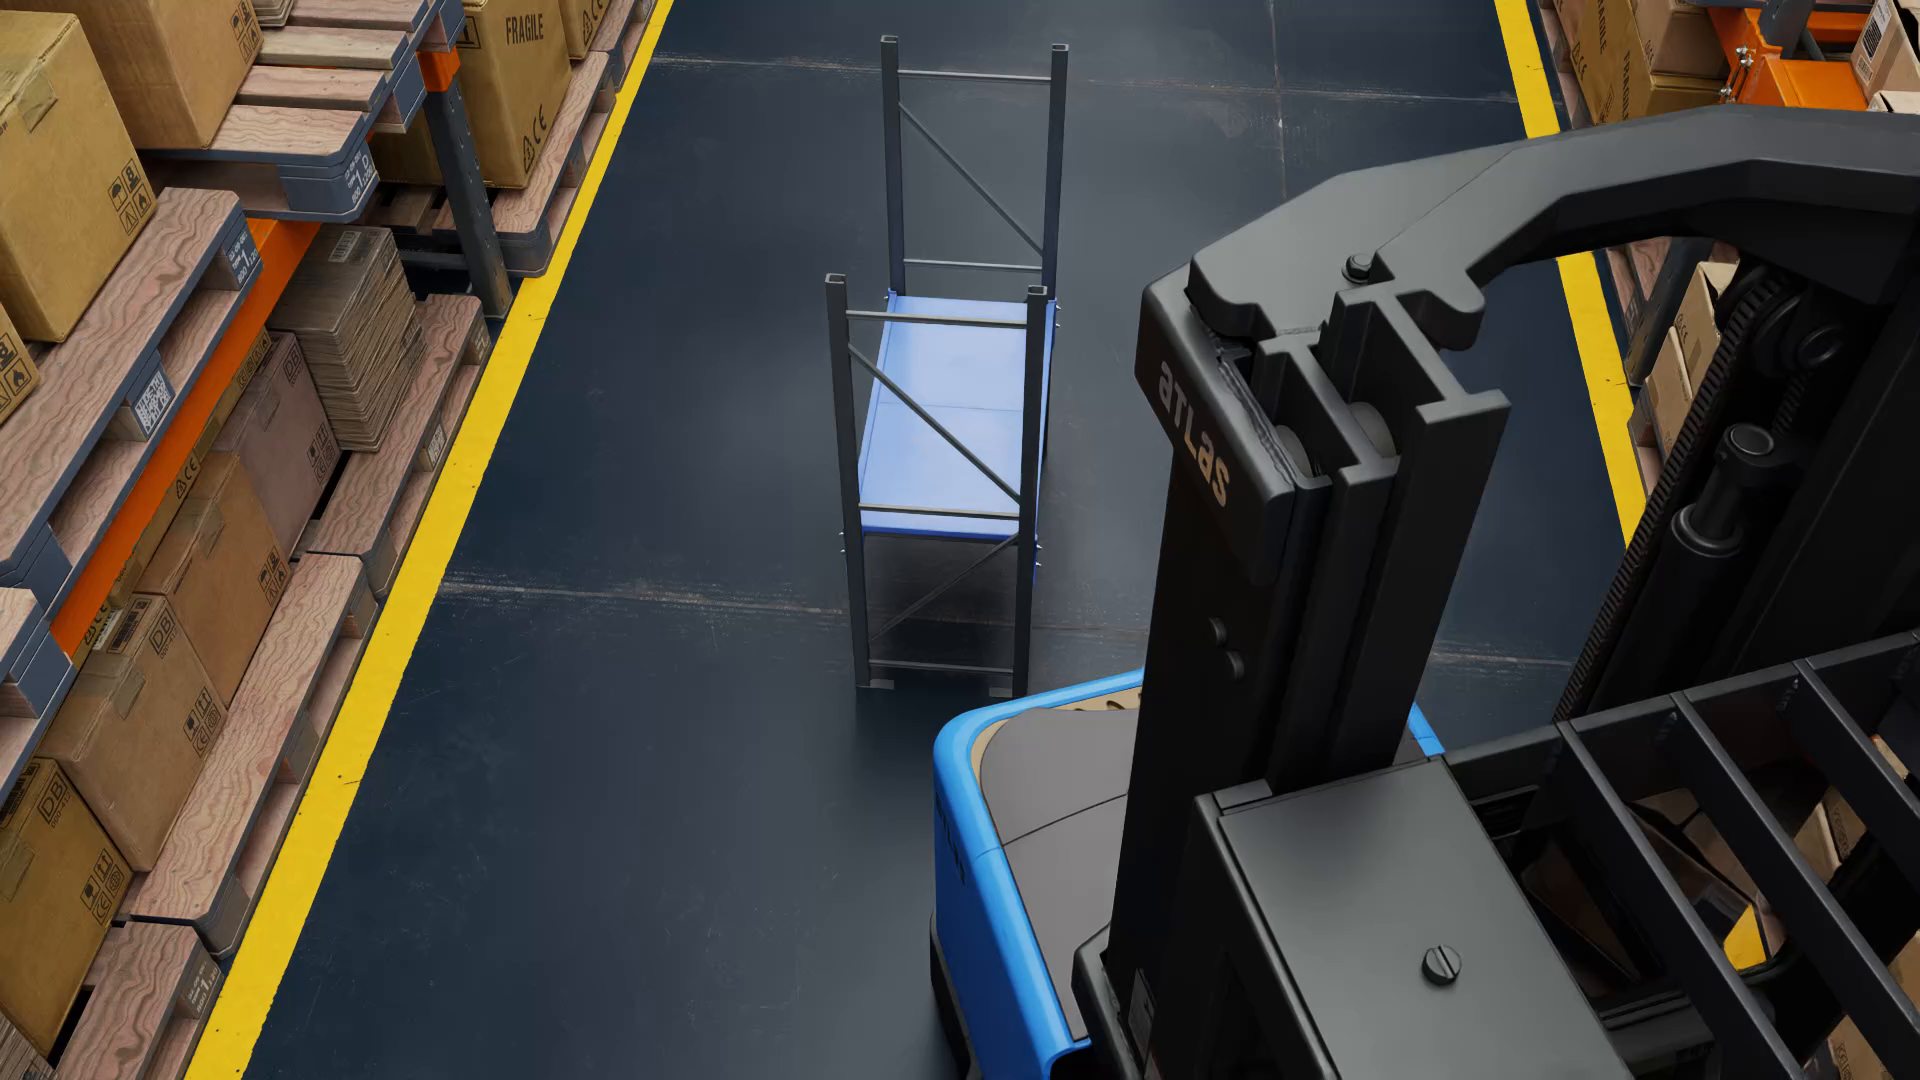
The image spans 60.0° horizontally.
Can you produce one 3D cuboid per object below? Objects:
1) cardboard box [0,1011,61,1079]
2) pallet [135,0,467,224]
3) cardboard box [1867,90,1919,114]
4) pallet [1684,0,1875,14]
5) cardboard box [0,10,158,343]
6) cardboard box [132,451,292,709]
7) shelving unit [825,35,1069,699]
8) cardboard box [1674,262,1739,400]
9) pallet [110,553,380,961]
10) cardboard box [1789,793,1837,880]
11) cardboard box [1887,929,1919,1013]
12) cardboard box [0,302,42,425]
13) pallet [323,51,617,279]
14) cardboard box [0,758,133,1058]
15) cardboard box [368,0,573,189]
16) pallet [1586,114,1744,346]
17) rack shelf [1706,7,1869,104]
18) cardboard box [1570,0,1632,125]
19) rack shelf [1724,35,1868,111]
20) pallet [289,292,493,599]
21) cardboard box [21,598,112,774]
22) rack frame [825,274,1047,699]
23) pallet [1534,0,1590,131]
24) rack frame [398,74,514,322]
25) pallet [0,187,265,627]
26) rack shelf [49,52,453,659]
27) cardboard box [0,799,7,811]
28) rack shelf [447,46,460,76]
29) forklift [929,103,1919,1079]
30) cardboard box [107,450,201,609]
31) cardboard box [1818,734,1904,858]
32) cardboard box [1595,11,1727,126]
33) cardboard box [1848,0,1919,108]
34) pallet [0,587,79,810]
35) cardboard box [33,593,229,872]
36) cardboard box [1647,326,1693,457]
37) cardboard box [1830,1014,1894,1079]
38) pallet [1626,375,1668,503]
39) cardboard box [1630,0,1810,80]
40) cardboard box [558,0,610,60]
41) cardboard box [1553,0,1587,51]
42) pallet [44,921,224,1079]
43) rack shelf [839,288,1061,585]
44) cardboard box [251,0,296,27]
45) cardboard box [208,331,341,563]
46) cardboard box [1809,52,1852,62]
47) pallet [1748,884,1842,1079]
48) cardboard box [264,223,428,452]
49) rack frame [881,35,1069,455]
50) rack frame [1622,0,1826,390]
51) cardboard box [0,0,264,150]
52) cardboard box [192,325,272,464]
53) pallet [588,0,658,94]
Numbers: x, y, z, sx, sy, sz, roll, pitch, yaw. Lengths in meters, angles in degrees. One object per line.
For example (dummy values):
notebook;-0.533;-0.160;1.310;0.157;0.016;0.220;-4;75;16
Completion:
cardboard box;-2.440;1.216;3.501;0.700;0.500;0.500;5;48;5
pallet;-2.085;-1.281;4.518;1.213;0.211;1.003;4;48;4
cardboard box;2.533;-0.872;4.075;0.500;0.311;0.500;3;48;3
pallet;2.799;-1.984;5.162;1.213;0.211;1.003;4;48;4
cardboard box;-2.250;-0.795;3.579;0.700;0.500;0.500;4;48;4
cardboard box;-2.320;0.089;4.531;0.700;0.500;0.500;4;48;3
shelving unit;-0.008;-0.443;4.639;0.538;1.500;1.048;4;48;4
cardboard box;2.467;-0.584;4.950;0.500;0.311;0.500;5;48;5
pallet;-2.313;0.533;4.619;1.003;0.211;1.213;4;48;4
cardboard box;2.334;0.734;4.124;0.500;0.250;0.500;5;48;4
cardboard box;2.283;0.924;3.571;0.500;0.311;0.500;4;48;3
cardboard box;-2.323;-0.387;3.205;0.700;0.500;0.500;10;48;9
pallet;-1.979;-1.509;6.487;1.003;0.211;1.213;4;48;4
cardboard box;-2.443;0.833;3.851;0.700;0.500;0.500;3;48;3
cardboard box;-1.929;-1.824;6.058;0.750;0.750;0.750;3;48;3
pallet;2.913;-1.151;6.159;1.003;0.211;1.213;4;48;4
rack shelf;2.989;-2.773;6.241;1.077;0.370;4.000;4;48;4
cardboard box;2.706;-1.934;6.382;0.500;0.500;0.500;2;48;2
rack shelf;2.625;0.167;3.552;1.077;0.370;4.000;4;48;4
pallet;-2.199;-0.361;5.437;1.003;0.211;1.213;4;48;4
cardboard box;-2.360;0.257;3.870;0.500;0.250;0.500;3;48;2
rack frame;-0.054;-0.070;4.298;0.500;1.500;0.032;4;48;4
pallet;3.027;-2.045;6.977;1.003;0.211;1.213;4;48;4
rack frame;-2.126;-1.876;4.933;1.000;3.000;0.127;4;48;4
pallet;-2.266;-0.354;3.671;1.003;0.211;1.213;4;48;4
rack shelf;-2.308;-0.164;3.854;1.077;0.370;4.000;4;48;4
cardboard box;-2.404;0.639;3.520;0.500;0.250;0.500;3;48;3
rack shelf;-1.944;-3.103;6.543;1.077;0.370;4.000;4;48;4
forklift;0.837;1.049;2.304;1.130;2.935;3.031;-12;49;-11
cardboard box;-2.296;-0.109;4.204;0.500;0.250;0.500;4;48;3
cardboard box;2.333;0.555;3.908;0.500;0.311;0.500;3;48;3
cardboard box;2.659;-1.554;6.034;0.500;0.500;0.500;6;48;5
cardboard box;2.731;-1.251;4.422;0.500;0.311;0.500;7;48;6
pallet;-2.276;0.576;2.820;1.003;0.211;1.213;4;48;4
cardboard box;-2.356;0.461;4.191;0.700;0.500;0.500;4;48;4
cardboard box;2.467;-0.394;5.157;0.500;0.250;0.500;4;48;3
cardboard box;2.286;1.108;3.783;0.500;0.250;0.500;5;48;4
pallet;2.693;-0.002;5.109;1.003;0.211;1.213;4;48;4
cardboard box;2.660;-1.848;5.795;0.500;0.250;0.500;6;48;5
cardboard box;-1.842;-2.467;6.646;0.750;0.750;0.750;4;48;3
cardboard box;2.748;-2.320;6.735;0.500;0.500;0.500;2;48;2
pallet;-2.421;1.432;3.797;1.003;0.211;1.213;4;48;4
rack shelf;-0.008;-0.322;4.772;0.538;0.185;1.000;4;48;4
cardboard box;-2.159;-1.712;4.417;0.700;0.500;0.500;-1;48;-1
cardboard box;-2.303;-0.278;4.867;0.700;0.500;0.500;4;48;3
cardboard box;3.175;-1.551;6.032;0.500;0.500;0.500;2;48;2
pallet;2.580;0.892;4.291;1.003;0.211;1.213;4;48;4
cardboard box;-2.140;-0.648;5.206;0.700;0.500;0.500;4;48;4
rack frame;0.039;-0.817;4.981;0.500;1.500;0.032;4;48;4
rack frame;2.807;-1.546;4.631;1.000;3.000;0.127;4;48;4
cardboard box;-2.183;-1.300;4.040;0.700;0.500;0.500;0;48;0
cardboard box;-2.254;-0.487;4.550;0.500;0.250;0.500;5;48;4
pallet;-1.866;-2.403;7.305;1.003;0.211;1.213;4;48;4
